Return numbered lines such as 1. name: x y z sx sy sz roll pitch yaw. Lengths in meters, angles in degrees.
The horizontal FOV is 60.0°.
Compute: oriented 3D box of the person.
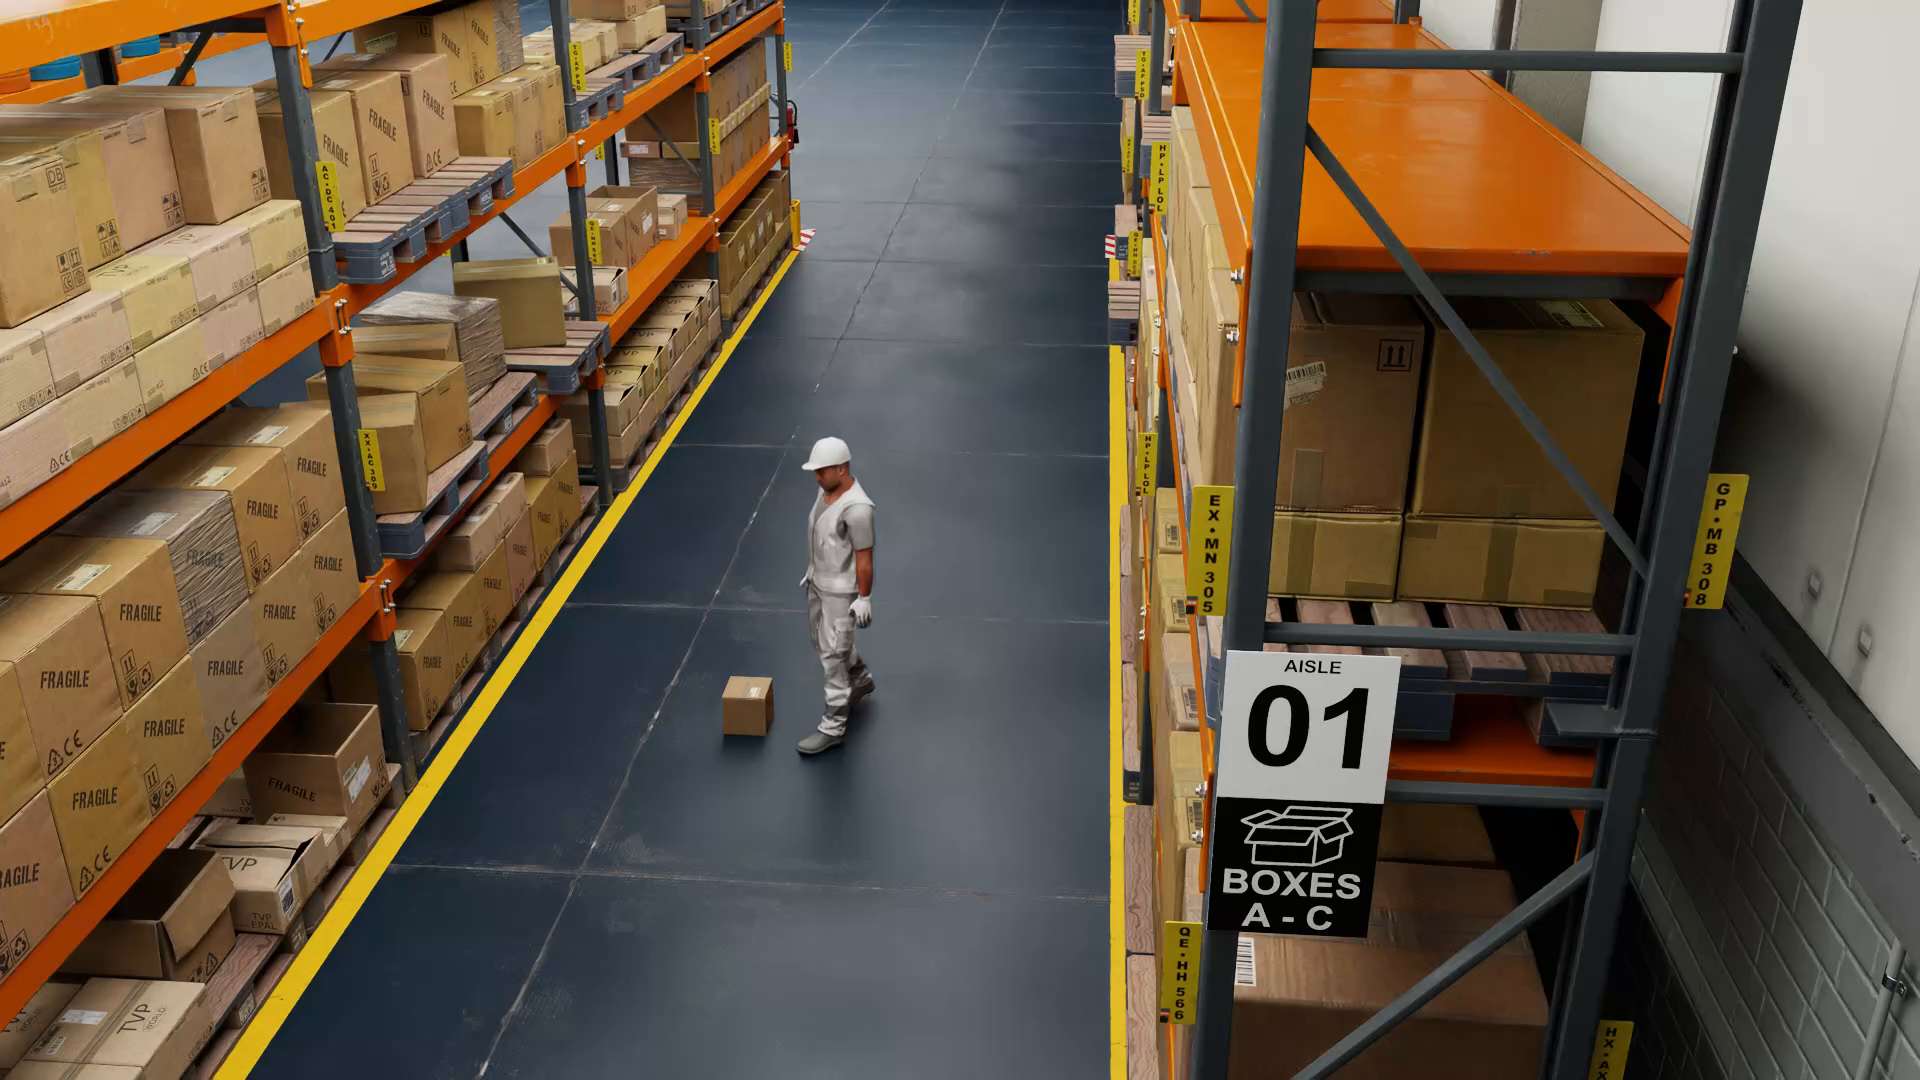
1. person: -0.730 0.268 9.376 0.647 1.775 0.570 -11 27 -23
